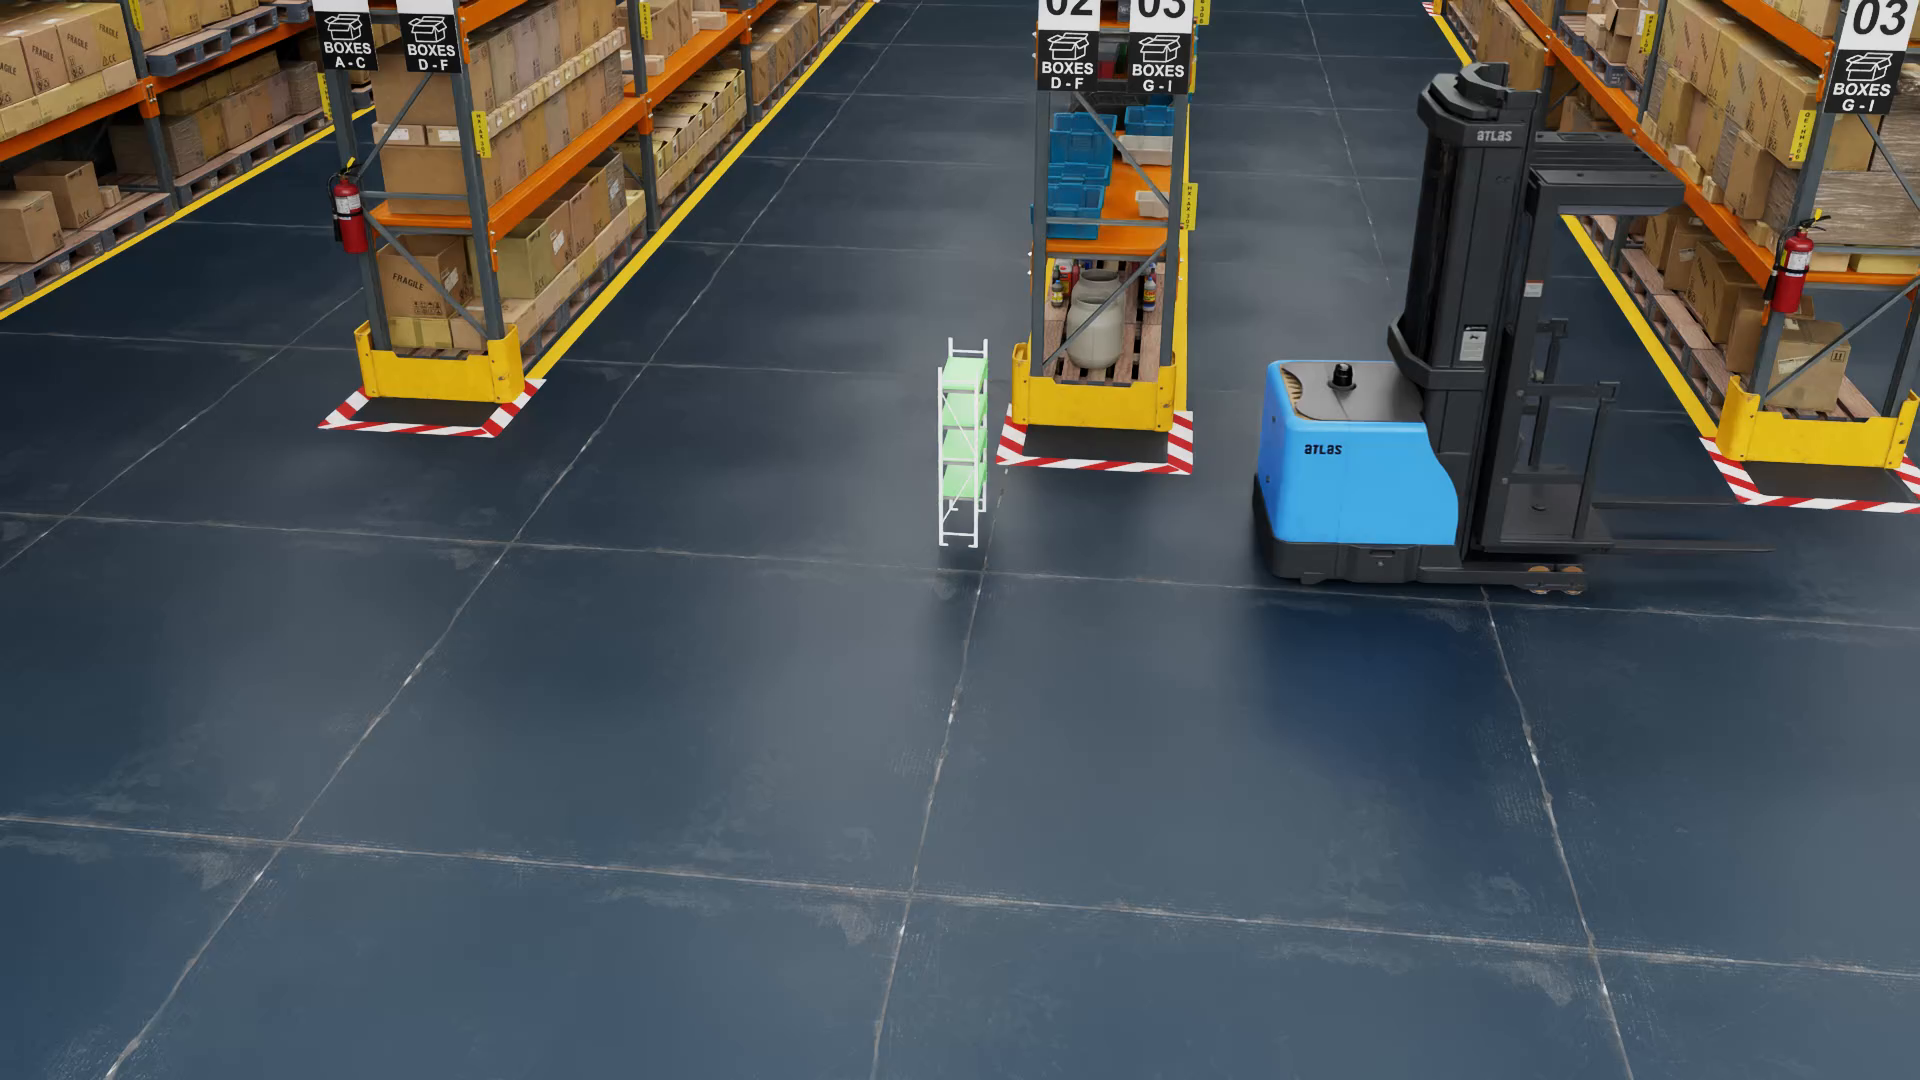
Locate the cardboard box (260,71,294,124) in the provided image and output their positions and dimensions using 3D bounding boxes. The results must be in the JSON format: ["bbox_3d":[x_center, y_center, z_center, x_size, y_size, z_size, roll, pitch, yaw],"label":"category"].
[{"bbox_3d":[-8.059,-5.032,18.891,0.700,0.500,0.500,3,28,6],"label":"cardboard box"}]

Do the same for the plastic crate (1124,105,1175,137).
[{"bbox_3d":[1.632,-3.456,13.951,0.499,0.251,0.616,3,28,6],"label":"plastic crate"}]

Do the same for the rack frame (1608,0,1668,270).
[{"bbox_3d":[6.414,-3.770,14.377,1.000,3.000,0.127,3,28,6],"label":"rack frame"}]

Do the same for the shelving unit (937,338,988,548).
[{"bbox_3d":[0.020,-0.606,10.402,0.258,1.200,0.503,3,28,6],"label":"shelving unit"}]

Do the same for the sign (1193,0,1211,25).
[{"bbox_3d":[1.553,-3.465,10.640,0.100,0.325,0.005,3,28,6],"label":"sign"}]

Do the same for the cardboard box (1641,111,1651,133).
[{"bbox_3d":[6.089,-3.576,14.281,0.380,0.149,0.250,3,28,6],"label":"cardboard box"}]

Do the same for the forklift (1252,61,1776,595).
[{"bbox_3d":[3.394,-1.221,9.719,3.031,2.935,1.130,1,28,2],"label":"forklift"}]

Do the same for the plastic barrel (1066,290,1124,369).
[{"bbox_3d":[1.013,-1.579,12.490,0.421,0.512,0.421,0,28,0],"label":"plastic barrel"}]

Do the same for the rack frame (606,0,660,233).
[{"bbox_3d":[-3.418,-4.347,15.449,1.000,3.000,0.127,3,28,6],"label":"rack frame"}]

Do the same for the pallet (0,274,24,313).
[{"bbox_3d":[-8.681,-1.939,13.919,1.003,0.211,1.213,3,28,6],"label":"pallet"}]

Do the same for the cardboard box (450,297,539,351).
[{"bbox_3d":[-3.621,-1.678,12.951,0.500,0.250,0.500,3,28,6],"label":"cardboard box"}]

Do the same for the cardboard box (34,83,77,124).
[{"bbox_3d":[-8.207,-3.864,14.689,0.500,0.250,0.500,3,28,6],"label":"cardboard box"}]

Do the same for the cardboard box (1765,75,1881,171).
[{"bbox_3d":[5.746,-2.776,11.058,0.500,0.500,0.500,3,28,6],"label":"cardboard box"}]

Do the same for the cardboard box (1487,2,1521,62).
[{"bbox_3d":[7.227,-6.062,20.429,1.225,0.875,0.875,2,28,4],"label":"cardboard box"}]

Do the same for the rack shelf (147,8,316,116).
[{"bbox_3d":[-8.089,-5.258,17.898,1.077,0.370,4.000,3,28,6],"label":"rack shelf"}]

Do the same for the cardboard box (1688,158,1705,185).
[{"bbox_3d":[5.918,-2.869,12.969,0.380,0.149,0.250,3,28,6],"label":"cardboard box"}]

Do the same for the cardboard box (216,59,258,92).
[{"bbox_3d":[-8.071,-5.091,18.210,0.500,0.250,0.500,3,28,6],"label":"cardboard box"}]

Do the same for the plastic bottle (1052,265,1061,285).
[{"bbox_3d":[0.794,-2.119,13.713,0.061,0.283,0.133,4,29,7],"label":"plastic bottle"}]

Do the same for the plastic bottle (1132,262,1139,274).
[{"bbox_3d":[1.512,-2.423,14.277,0.061,0.283,0.133,3,28,6],"label":"plastic bottle"}]

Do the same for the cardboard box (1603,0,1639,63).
[{"bbox_3d":[6.534,-4.822,15.778,0.797,0.503,0.637,6,29,11],"label":"cardboard box"}]

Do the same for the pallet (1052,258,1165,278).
[{"bbox_3d":[1.374,-2.517,14.991,1.003,0.211,1.213,3,28,6],"label":"pallet"}]

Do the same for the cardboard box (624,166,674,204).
[{"bbox_3d":[-3.122,-3.497,16.327,0.500,0.250,0.500,3,28,5],"label":"cardboard box"}]

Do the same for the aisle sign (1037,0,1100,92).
[{"bbox_3d":[0.704,-3.303,10.769,0.394,0.787,0.004,3,28,6],"label":"aisle sign"}]

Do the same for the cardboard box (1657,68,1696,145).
[{"bbox_3d":[6.201,-3.503,13.463,0.875,0.500,0.500,3,28,6],"label":"cardboard box"}]

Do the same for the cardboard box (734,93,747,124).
[{"bbox_3d":[-2.750,-4.943,19.011,0.500,0.250,0.500,4,29,7],"label":"cardboard box"}]

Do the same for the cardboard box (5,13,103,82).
[{"bbox_3d":[-8.141,-4.431,14.950,0.500,0.500,0.500,3,28,6],"label":"cardboard box"}]

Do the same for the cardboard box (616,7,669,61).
[{"bbox_3d":[-3.243,-5.000,16.555,0.500,0.500,0.500,5,29,10],"label":"cardboard box"}]

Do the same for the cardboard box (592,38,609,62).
[{"bbox_3d":[-3.300,-4.297,14.566,0.380,0.149,0.250,3,28,5],"label":"cardboard box"}]

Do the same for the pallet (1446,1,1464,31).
[{"bbox_3d":[7.864,-7.810,24.816,1.003,0.211,1.213,3,28,6],"label":"pallet"}]

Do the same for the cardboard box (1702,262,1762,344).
[{"bbox_3d":[6.151,-1.841,12.990,0.500,0.500,0.500,6,29,11],"label":"cardboard box"}]

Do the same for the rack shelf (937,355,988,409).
[{"bbox_3d":[0.020,-0.972,10.205,0.258,0.148,0.480,3,28,6],"label":"rack shelf"}]

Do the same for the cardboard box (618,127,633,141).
[{"bbox_3d":[-3.595,-4.021,16.709,0.500,0.311,0.500,4,29,8],"label":"cardboard box"}]

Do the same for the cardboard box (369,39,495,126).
[{"bbox_3d":[-3.831,-3.324,12.076,0.700,0.500,0.500,3,29,6],"label":"cardboard box"}]

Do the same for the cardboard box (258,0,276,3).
[{"bbox_3d":[-7.934,-6.268,18.444,0.700,0.500,0.500,1,28,1],"label":"cardboard box"}]

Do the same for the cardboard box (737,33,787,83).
[{"bbox_3d":[-2.463,-6.004,20.695,0.500,0.500,0.500,3,28,6],"label":"cardboard box"}]

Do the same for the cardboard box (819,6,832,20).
[{"bbox_3d":[-2.075,-7.652,24.107,0.380,0.166,0.250,3,28,6],"label":"cardboard box"}]

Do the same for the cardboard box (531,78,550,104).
[{"bbox_3d":[-3.490,-3.573,13.222,0.380,0.149,0.250,3,28,6],"label":"cardboard box"}]

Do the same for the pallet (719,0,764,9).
[{"bbox_3d":[-2.914,-6.469,19.589,1.213,0.211,1.003,3,28,6],"label":"pallet"}]

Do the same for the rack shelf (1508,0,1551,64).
[{"bbox_3d":[7.149,-6.278,19.790,1.077,0.370,4.000,3,28,6],"label":"rack shelf"}]

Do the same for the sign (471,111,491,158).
[{"bbox_3d":[-3.358,-2.846,11.665,0.100,0.325,0.005,3,28,6],"label":"sign"}]

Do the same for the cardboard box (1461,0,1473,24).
[{"bbox_3d":[7.773,-7.934,23.904,0.875,0.875,0.875,3,28,6],"label":"cardboard box"}]

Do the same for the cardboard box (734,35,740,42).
[{"bbox_3d":[-2.982,-6.021,20.727,0.500,0.500,0.500,2,28,4],"label":"cardboard box"}]

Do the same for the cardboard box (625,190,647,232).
[{"bbox_3d":[-3.258,-3.091,15.573,0.500,0.250,0.500,3,28,6],"label":"cardboard box"}]

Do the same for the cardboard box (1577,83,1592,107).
[{"bbox_3d":[6.851,-4.759,17.594,0.500,0.250,0.500,4,29,8],"label":"cardboard box"}]

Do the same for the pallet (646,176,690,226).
[{"bbox_3d":[-3.366,-3.469,16.758,1.003,0.211,1.213,3,28,6],"label":"pallet"}]

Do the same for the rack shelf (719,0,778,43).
[{"bbox_3d":[-2.682,-6.855,20.862,1.077,0.370,4.000,3,28,6],"label":"rack shelf"}]

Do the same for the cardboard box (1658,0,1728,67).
[{"bbox_3d":[6.106,-4.188,13.680,0.500,0.500,0.500,3,28,6],"label":"cardboard box"}]

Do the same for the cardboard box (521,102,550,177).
[{"bbox_3d":[-3.712,-3.208,13.230,0.700,0.500,0.500,4,29,7],"label":"cardboard box"}]

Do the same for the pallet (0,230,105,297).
[{"bbox_3d":[-8.529,-2.512,14.982,1.003,0.211,1.213,3,28,6],"label":"pallet"}]

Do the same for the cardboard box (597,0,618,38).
[{"bbox_3d":[-3.466,-4.753,14.729,0.700,0.500,0.500,3,29,6],"label":"cardboard box"}]

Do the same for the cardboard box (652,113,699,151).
[{"bbox_3d":[-2.991,-4.228,17.092,0.500,0.311,0.500,2,28,5],"label":"cardboard box"}]

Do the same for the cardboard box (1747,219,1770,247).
[{"bbox_3d":[5.764,-2.161,11.656,0.380,0.149,0.250,3,28,6],"label":"cardboard box"}]

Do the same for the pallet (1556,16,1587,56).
[{"bbox_3d":[6.922,-5.227,17.284,1.213,0.211,1.003,3,28,6],"label":"pallet"}]

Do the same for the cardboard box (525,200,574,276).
[{"bbox_3d":[-3.513,-2.480,13.649,0.500,0.500,0.500,3,28,6],"label":"cardboard box"}]
